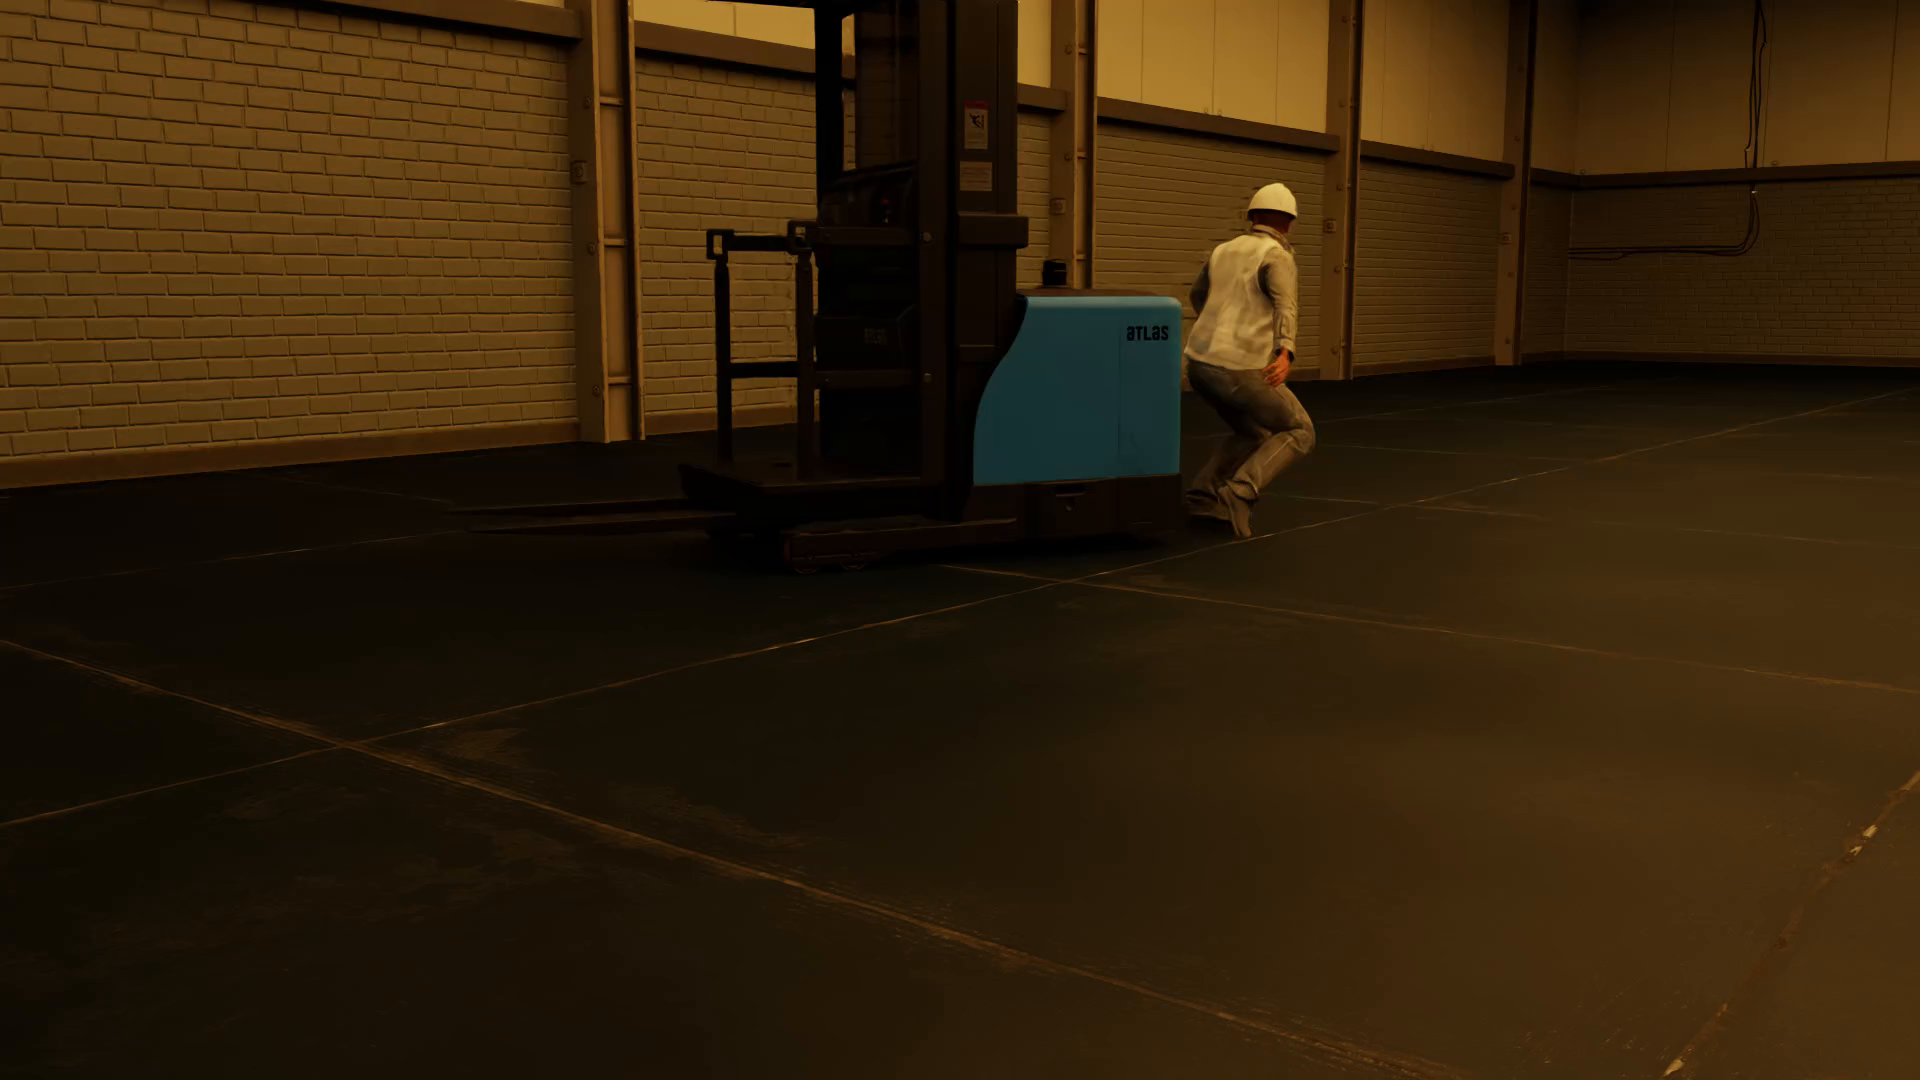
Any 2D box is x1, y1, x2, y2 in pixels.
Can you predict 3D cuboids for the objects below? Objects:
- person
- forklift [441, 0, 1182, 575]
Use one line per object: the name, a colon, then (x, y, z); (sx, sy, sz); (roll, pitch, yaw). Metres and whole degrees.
person: (1.339, -0.810, 7.646); (0.511, 1.648, 0.957); (-3, 9, -19)
forklift: (-0.580, -1.402, 6.864); (3.031, 2.935, 1.130); (-4, 9, -26)
